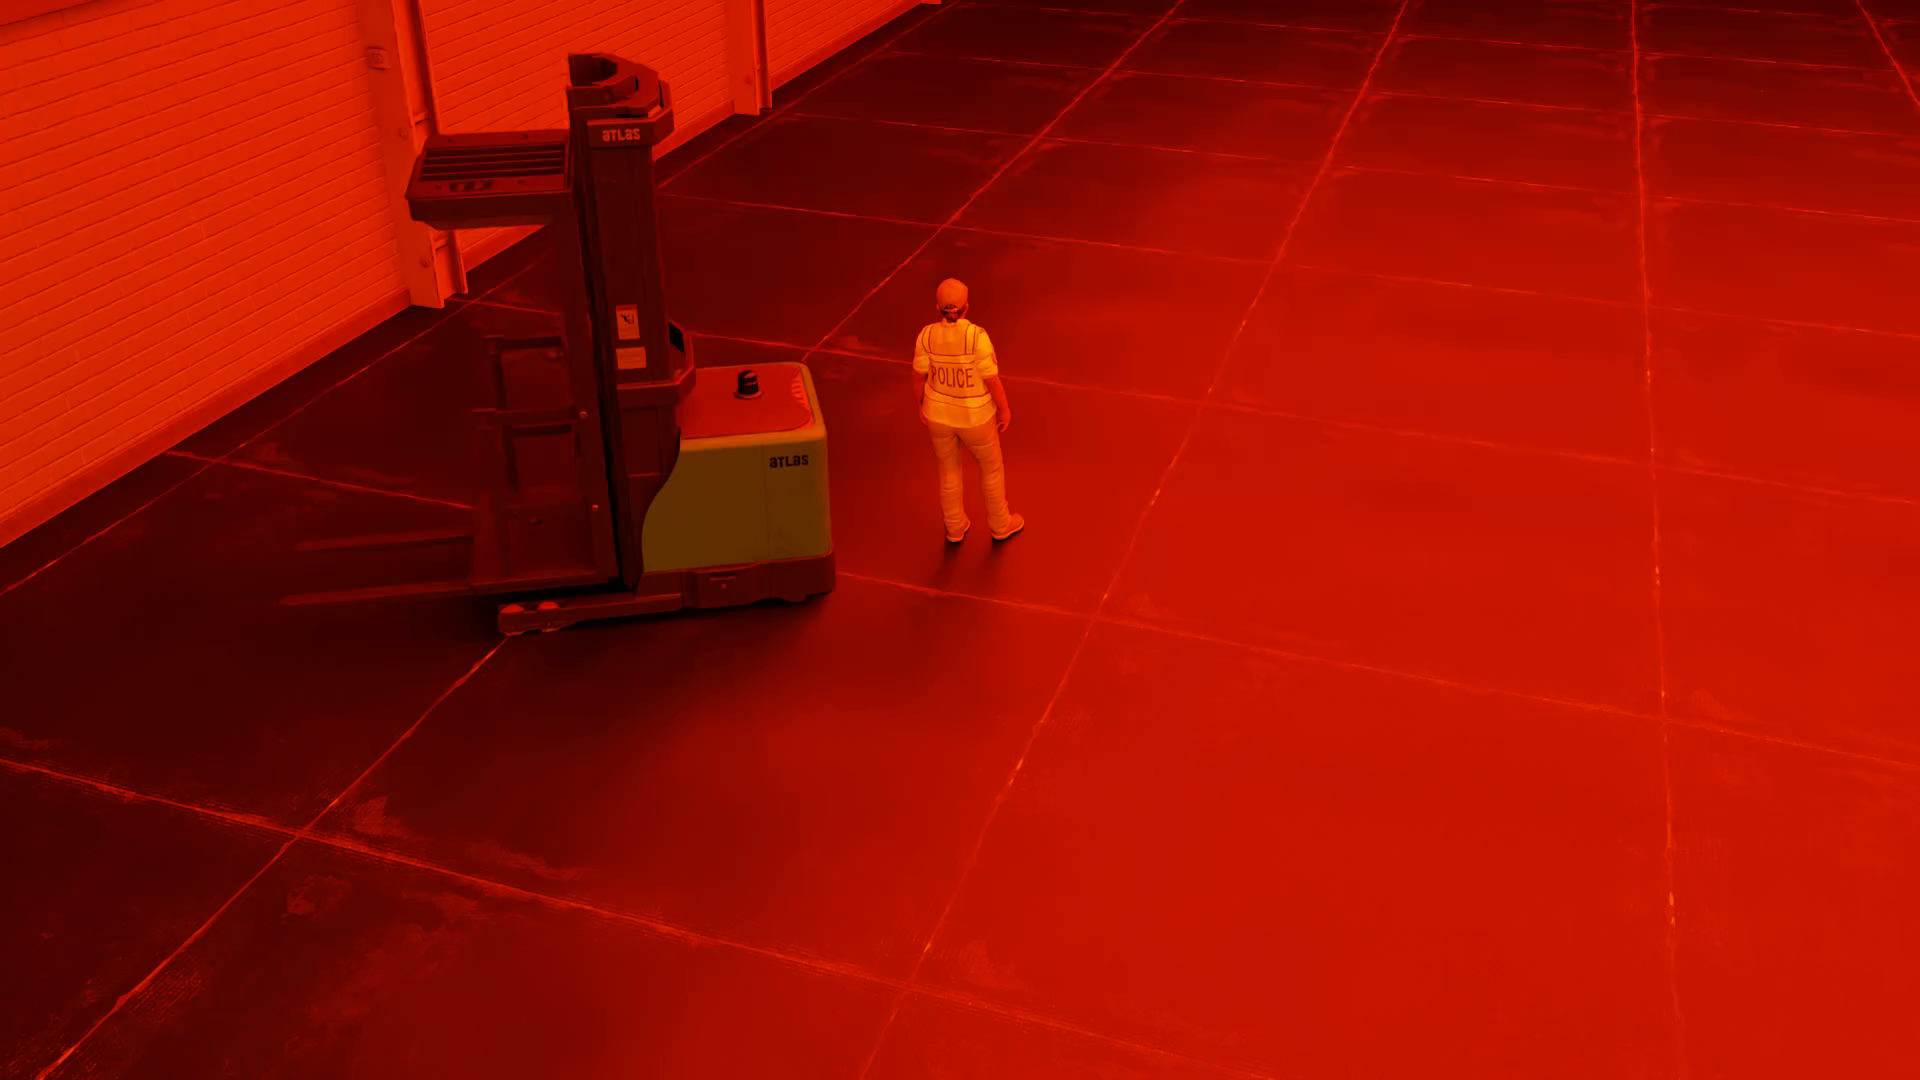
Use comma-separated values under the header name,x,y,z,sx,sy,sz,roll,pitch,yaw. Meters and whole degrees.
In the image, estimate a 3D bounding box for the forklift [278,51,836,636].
name,x,y,z,sx,sy,sz,roll,pitch,yaw
forklift,-2.279,-1.030,8.943,3.031,2.935,1.130,-5,30,-9

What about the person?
name,x,y,z,sx,sy,sz,roll,pitch,yaw
person,0.046,-0.763,9.736,0.598,1.670,0.529,10,31,16
